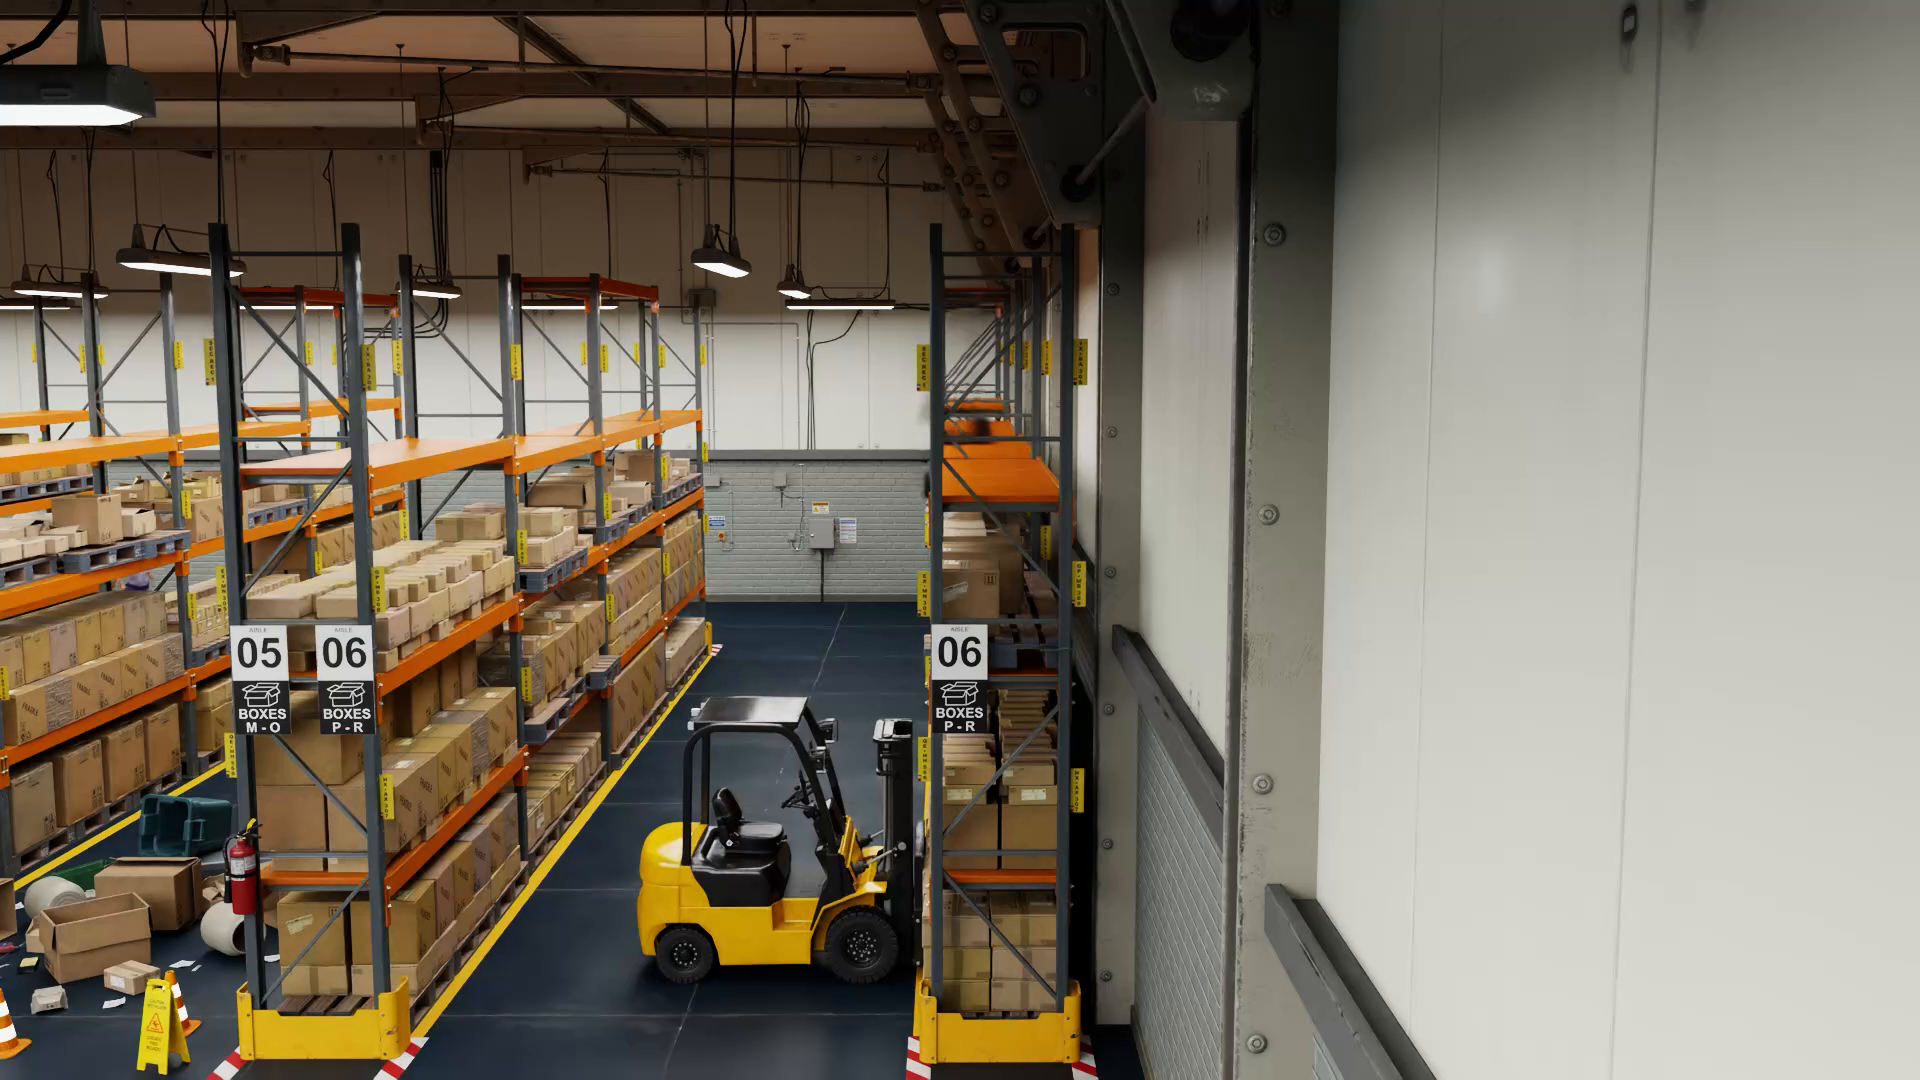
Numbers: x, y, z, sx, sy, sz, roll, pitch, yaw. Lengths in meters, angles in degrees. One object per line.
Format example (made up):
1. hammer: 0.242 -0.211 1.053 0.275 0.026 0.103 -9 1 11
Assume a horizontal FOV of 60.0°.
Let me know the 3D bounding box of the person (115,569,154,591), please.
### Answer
1. person: -14.548 0.997 29.377 0.733 1.597 0.611 3 7 23
